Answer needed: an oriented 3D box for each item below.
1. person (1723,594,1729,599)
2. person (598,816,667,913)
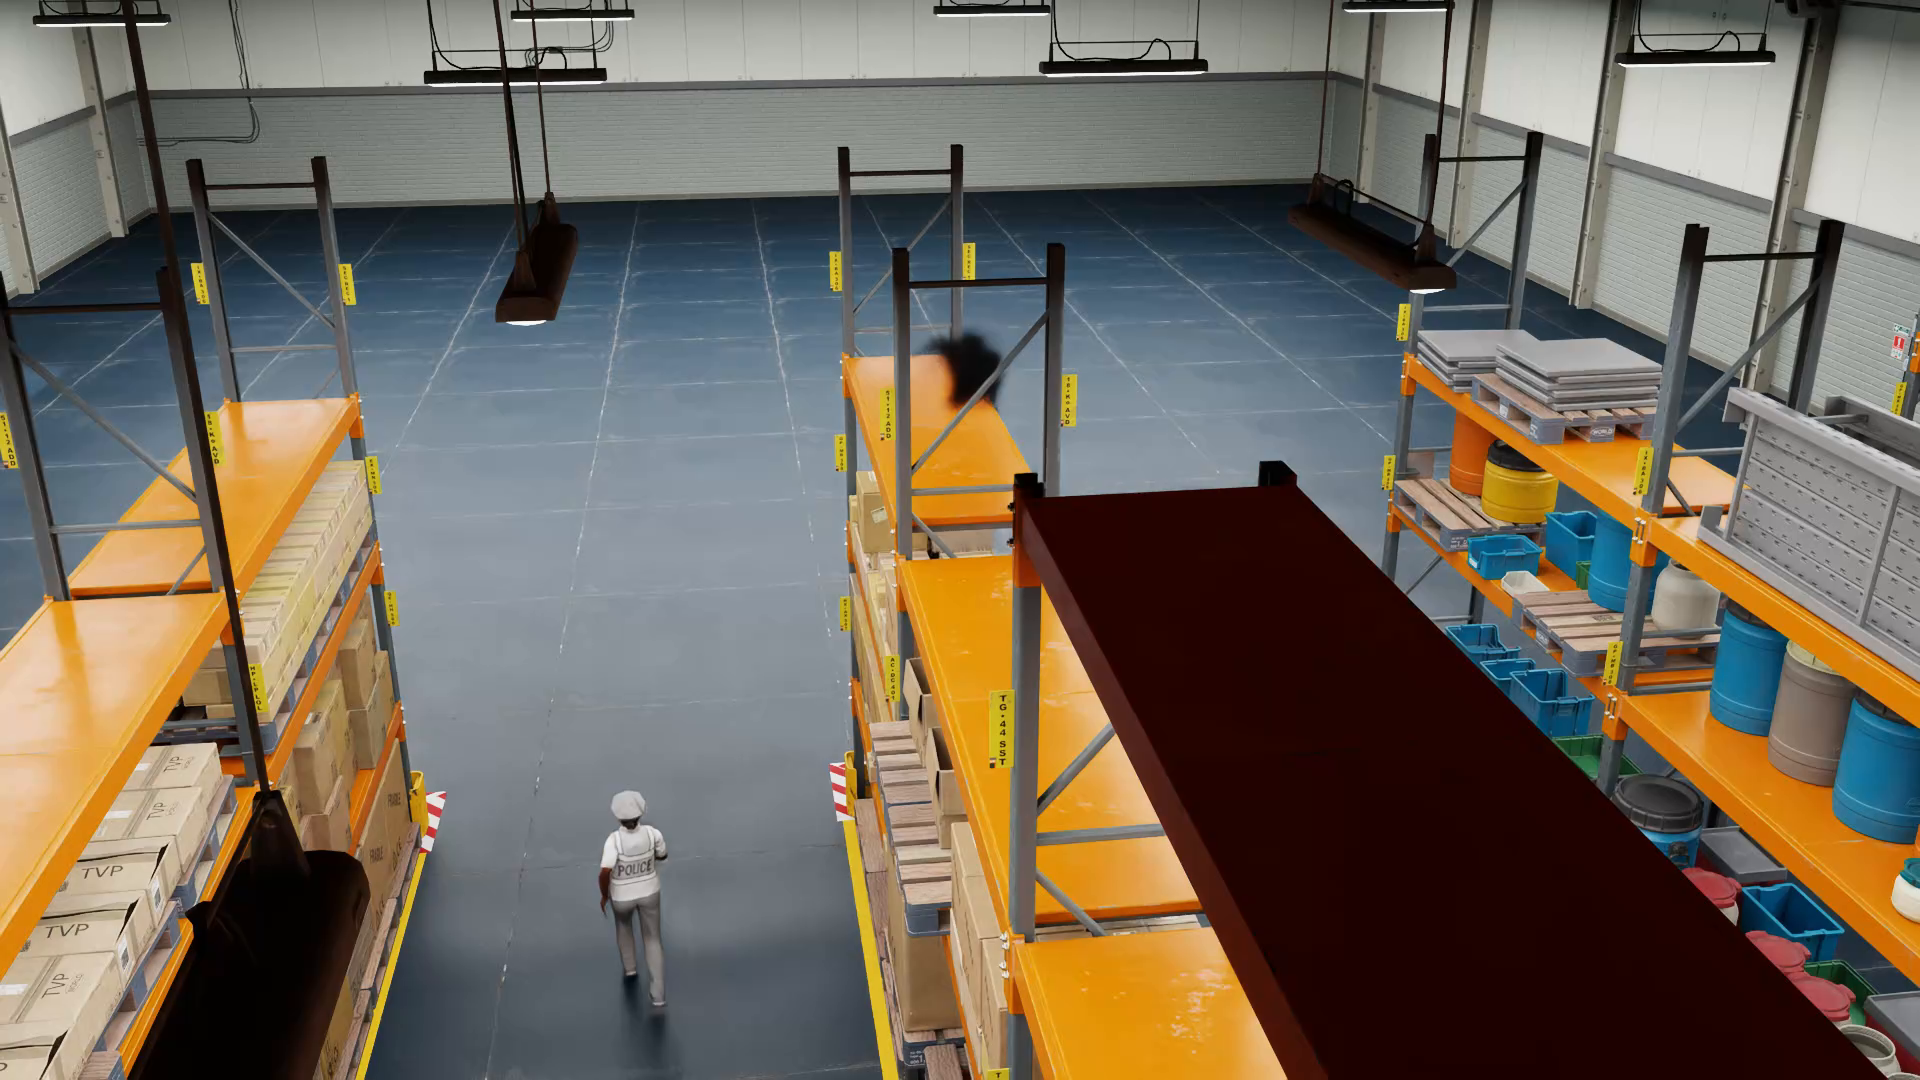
[{"bbox_3d":[9.323,0.268,19.343,0.707,0.925,0.370,6,22,15],"label":"person"},{"bbox_3d":[-2.474,2.287,12.439,0.556,0.844,0.658,-8,23,-18],"label":"person"}]
